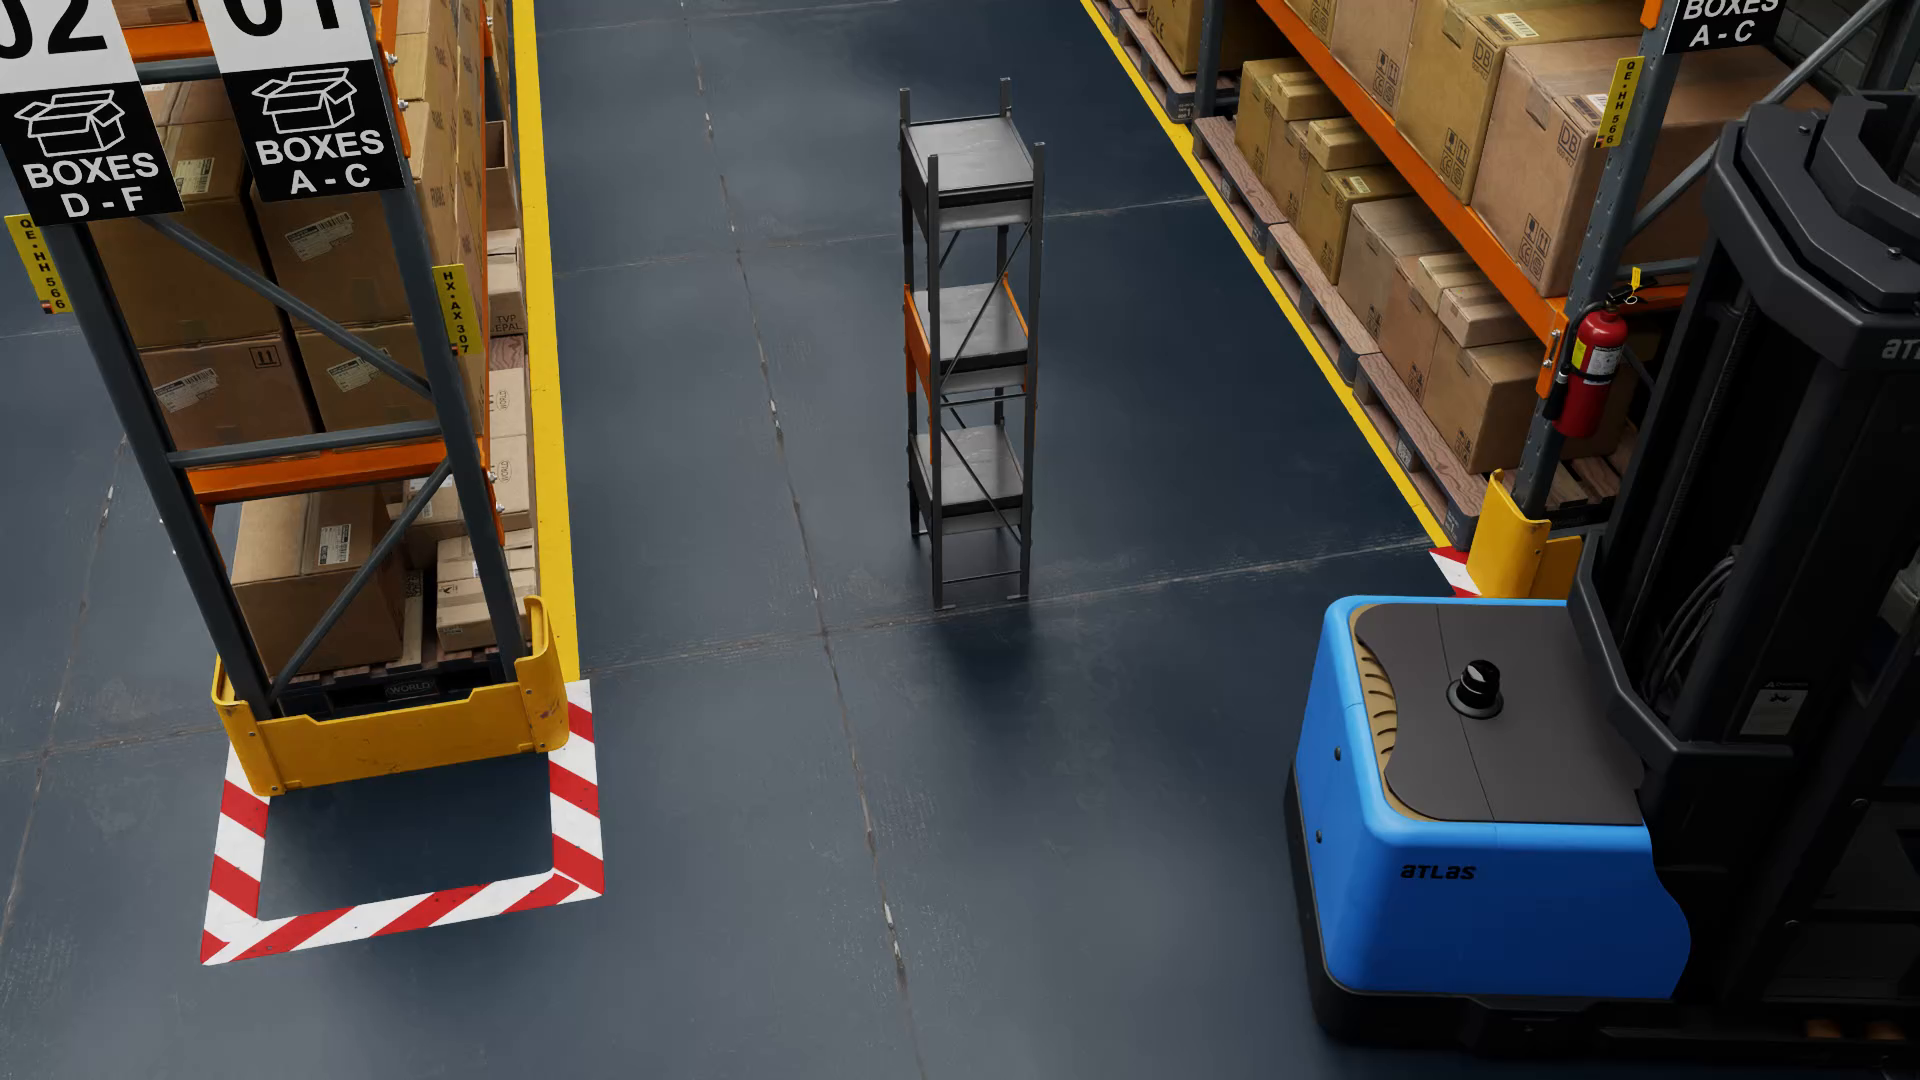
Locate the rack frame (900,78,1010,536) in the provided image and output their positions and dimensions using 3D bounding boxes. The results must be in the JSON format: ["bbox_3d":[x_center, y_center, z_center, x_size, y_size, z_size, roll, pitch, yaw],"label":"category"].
[{"bbox_3d":[-0.017,-0.836,6.610,0.400,2.100,0.015,-8,42,-9],"label":"rack frame"}]

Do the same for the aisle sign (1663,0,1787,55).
[{"bbox_3d":[2.477,-1.900,5.173,0.394,0.787,0.004,-8,42,-9],"label":"aisle sign"}]

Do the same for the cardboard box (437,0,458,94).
[{"bbox_3d":[-2.254,-2.034,6.453,0.500,0.500,0.500,-9,42,-10],"label":"cardboard box"}]

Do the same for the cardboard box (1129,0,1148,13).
[{"bbox_3d":[1.429,-3.942,10.734,0.750,0.750,0.750,-7,42,-8],"label":"cardboard box"}]

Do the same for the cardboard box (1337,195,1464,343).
[{"bbox_3d":[2.288,-1.329,8.055,0.700,0.500,0.500,-10,42,-11],"label":"cardboard box"}]

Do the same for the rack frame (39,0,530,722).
[{"bbox_3d":[-2.082,-0.305,5.334,1.000,3.000,0.127,-8,42,-9],"label":"rack frame"}]

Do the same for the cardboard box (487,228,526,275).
[{"bbox_3d":[-2.406,-1.433,8.421,0.380,0.149,0.250,-8,42,-9],"label":"cardboard box"}]

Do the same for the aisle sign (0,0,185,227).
[{"bbox_3d":[-2.366,-1.189,4.372,0.394,0.787,0.004,-8,42,-9],"label":"aisle sign"}]

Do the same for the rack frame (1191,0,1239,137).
[{"bbox_3d":[1.891,-3.610,9.058,1.000,3.000,0.127,-8,42,-9],"label":"rack frame"}]

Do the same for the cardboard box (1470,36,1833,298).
[{"bbox_3d":[2.634,-1.459,6.408,0.980,0.700,0.700,-7,42,-7],"label":"cardboard box"}]

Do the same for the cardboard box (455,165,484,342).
[{"bbox_3d":[-2.037,-1.002,6.044,0.500,0.500,0.500,-9,42,-10],"label":"cardboard box"}]

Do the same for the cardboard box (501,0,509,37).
[{"bbox_3d":[-3.147,-3.473,10.455,0.500,0.500,0.500,-10,43,-11],"label":"cardboard box"}]

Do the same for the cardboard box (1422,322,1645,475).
[{"bbox_3d":[2.505,-0.679,7.322,0.700,0.500,0.500,-8,42,-9],"label":"cardboard box"}]

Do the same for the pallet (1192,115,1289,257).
[{"bbox_3d":[1.978,-2.063,9.416,1.003,0.211,1.213,-8,42,-9],"label":"pallet"}]

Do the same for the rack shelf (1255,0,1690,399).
[{"bbox_3d":[2.322,-2.045,7.836,1.077,0.370,4.000,-8,42,-9],"label":"rack shelf"}]

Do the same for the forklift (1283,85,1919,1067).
[{"bbox_3d":[2.677,0.234,4.778,3.031,2.935,1.130,1,42,1],"label":"forklift"}]

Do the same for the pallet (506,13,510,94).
[{"bbox_3d":[-3.425,-3.170,10.662,1.003,0.211,1.213,-8,42,-9],"label":"pallet"}]

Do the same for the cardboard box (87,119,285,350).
[{"bbox_3d":[-2.447,-0.966,5.250,0.500,0.500,0.500,-9,42,-10],"label":"cardboard box"}]

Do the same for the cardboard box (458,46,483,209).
[{"bbox_3d":[-2.249,-1.652,6.776,0.500,0.500,0.500,-8,42,-9],"label":"cardboard box"}]

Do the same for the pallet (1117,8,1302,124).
[{"bbox_3d":[1.651,-3.057,10.535,1.003,0.211,1.213,-8,42,-9],"label":"pallet"}]

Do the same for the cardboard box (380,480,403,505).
[{"bbox_3d":[-2.616,-0.379,7.157,0.500,0.250,0.500,-8,42,-9],"label":"cardboard box"}]

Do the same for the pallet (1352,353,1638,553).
[{"bbox_3d":[2.505,-0.482,7.634,1.003,0.211,1.213,-8,42,-9],"label":"pallet"}]

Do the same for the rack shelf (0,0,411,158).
[{"bbox_3d":[-2.514,-2.455,6.038,1.077,0.370,4.000,-8,42,-9],"label":"rack shelf"}]

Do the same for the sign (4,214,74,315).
[{"bbox_3d":[-2.628,-0.790,4.770,0.100,0.325,0.005,-8,42,-9],"label":"sign"}]

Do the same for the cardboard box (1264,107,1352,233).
[{"bbox_3d":[2.057,-2.007,8.818,0.700,0.500,0.500,-9,42,-10],"label":"cardboard box"}]

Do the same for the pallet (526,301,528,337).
[{"bbox_3d":[-2.798,-1.410,8.680,1.003,0.211,1.213,-8,42,-9],"label":"pallet"}]

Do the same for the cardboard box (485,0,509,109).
[{"bbox_3d":[-2.938,-2.821,9.719,0.500,0.500,0.500,-8,42,-9],"label":"cardboard box"}]

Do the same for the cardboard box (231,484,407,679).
[{"bbox_3d":[-2.440,0.148,6.376,0.500,0.500,0.500,-8,42,-9],"label":"cardboard box"}]

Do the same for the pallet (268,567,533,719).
[{"bbox_3d":[-2.271,0.172,6.898,1.003,0.211,1.213,-8,42,-9],"label":"pallet"}]

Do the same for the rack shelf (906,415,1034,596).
[{"bbox_3d":[0.036,-0.144,6.906,0.431,0.518,0.480,-8,42,-9],"label":"rack shelf"}]

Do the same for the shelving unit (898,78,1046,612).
[{"bbox_3d":[0.036,-0.678,6.432,0.431,2.100,0.503,-8,42,-9],"label":"shelving unit"}]

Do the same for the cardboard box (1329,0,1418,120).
[{"bbox_3d":[2.311,-2.424,7.496,0.980,0.700,0.700,-10,43,-11],"label":"cardboard box"}]

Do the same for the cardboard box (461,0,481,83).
[{"bbox_3d":[-2.474,-2.314,7.522,0.500,0.500,0.500,-7,42,-8],"label":"cardboard box"}]

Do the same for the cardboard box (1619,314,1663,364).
[{"bbox_3d":[2.728,-0.869,7.048,0.380,0.149,0.250,-8,42,-9],"label":"cardboard box"}]

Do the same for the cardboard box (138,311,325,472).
[{"bbox_3d":[-2.445,-0.594,5.584,0.500,0.500,0.500,-7,42,-8],"label":"cardboard box"}]

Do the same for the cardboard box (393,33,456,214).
[{"bbox_3d":[-2.041,-1.380,5.716,0.500,0.500,0.500,-8,42,-9],"label":"cardboard box"}]

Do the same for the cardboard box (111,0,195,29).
[{"bbox_3d":[-2.450,-1.666,4.721,0.500,0.250,0.500,-8,42,-9],"label":"cardboard box"}]

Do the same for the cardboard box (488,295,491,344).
[{"bbox_3d":[-2.535,-0.912,7.567,0.797,0.503,0.637,-8,42,-9],"label":"cardboard box"}]

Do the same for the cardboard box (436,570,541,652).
[{"bbox_3d":[-1.837,0.276,6.496,0.380,0.149,0.250,-8,42,-9],"label":"cardboard box"}]

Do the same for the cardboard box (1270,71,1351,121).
[{"bbox_3d":[1.848,-2.328,8.691,0.380,0.149,0.250,-7,42,-8],"label":"cardboard box"}]

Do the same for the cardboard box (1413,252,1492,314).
[{"bbox_3d":[2.244,-1.144,7.358,0.380,0.149,0.250,-7,42,-8],"label":"cardboard box"}]

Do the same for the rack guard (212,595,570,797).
[{"bbox_3d":[-2.098,0.580,6.220,1.175,0.500,0.348,-8,42,-9],"label":"rack guard"}]

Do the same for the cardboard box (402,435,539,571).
[{"bbox_3d":[-2.030,-0.159,6.909,0.500,0.250,0.500,-8,42,-9],"label":"cardboard box"}]
